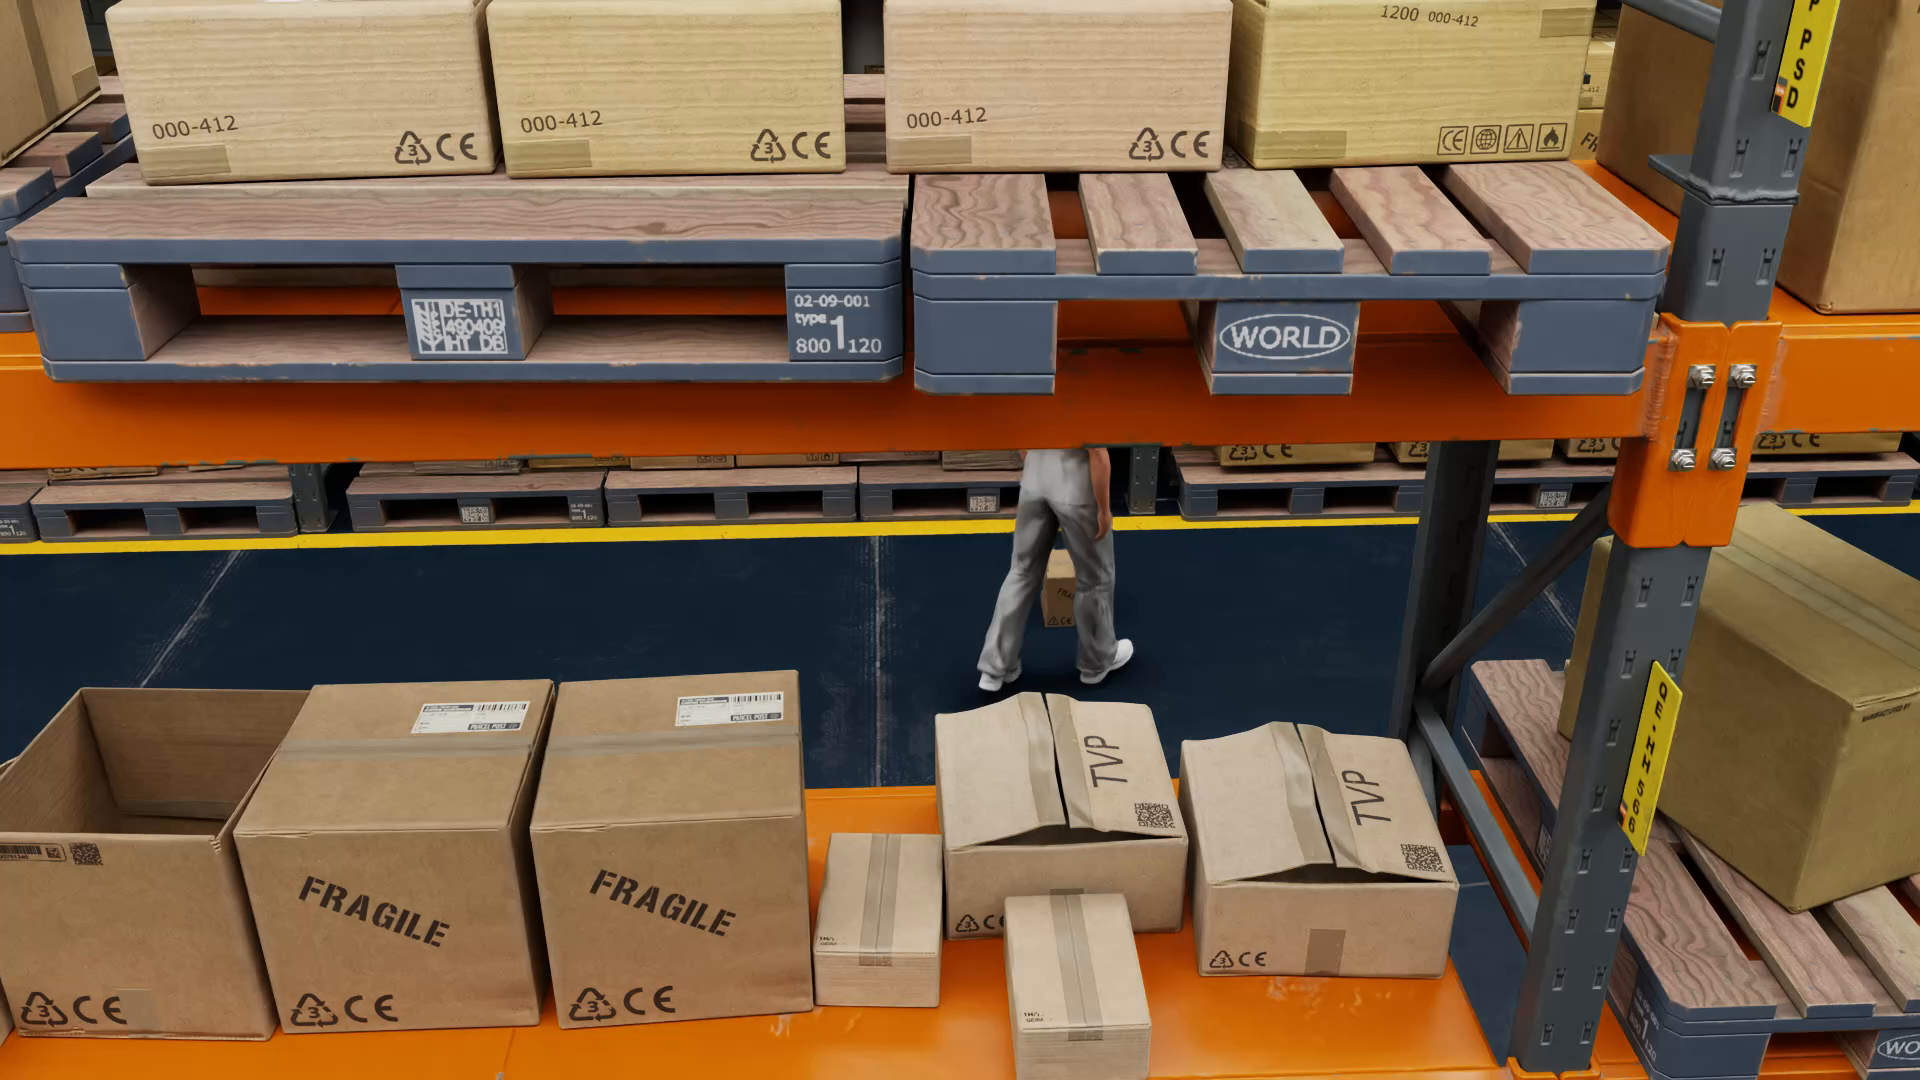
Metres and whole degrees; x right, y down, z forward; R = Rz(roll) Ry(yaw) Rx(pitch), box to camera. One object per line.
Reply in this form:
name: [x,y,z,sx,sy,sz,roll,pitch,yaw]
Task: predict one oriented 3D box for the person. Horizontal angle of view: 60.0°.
person: [0.400,-0.170,6.434,0.449,1.667,0.680,21,34,34]
